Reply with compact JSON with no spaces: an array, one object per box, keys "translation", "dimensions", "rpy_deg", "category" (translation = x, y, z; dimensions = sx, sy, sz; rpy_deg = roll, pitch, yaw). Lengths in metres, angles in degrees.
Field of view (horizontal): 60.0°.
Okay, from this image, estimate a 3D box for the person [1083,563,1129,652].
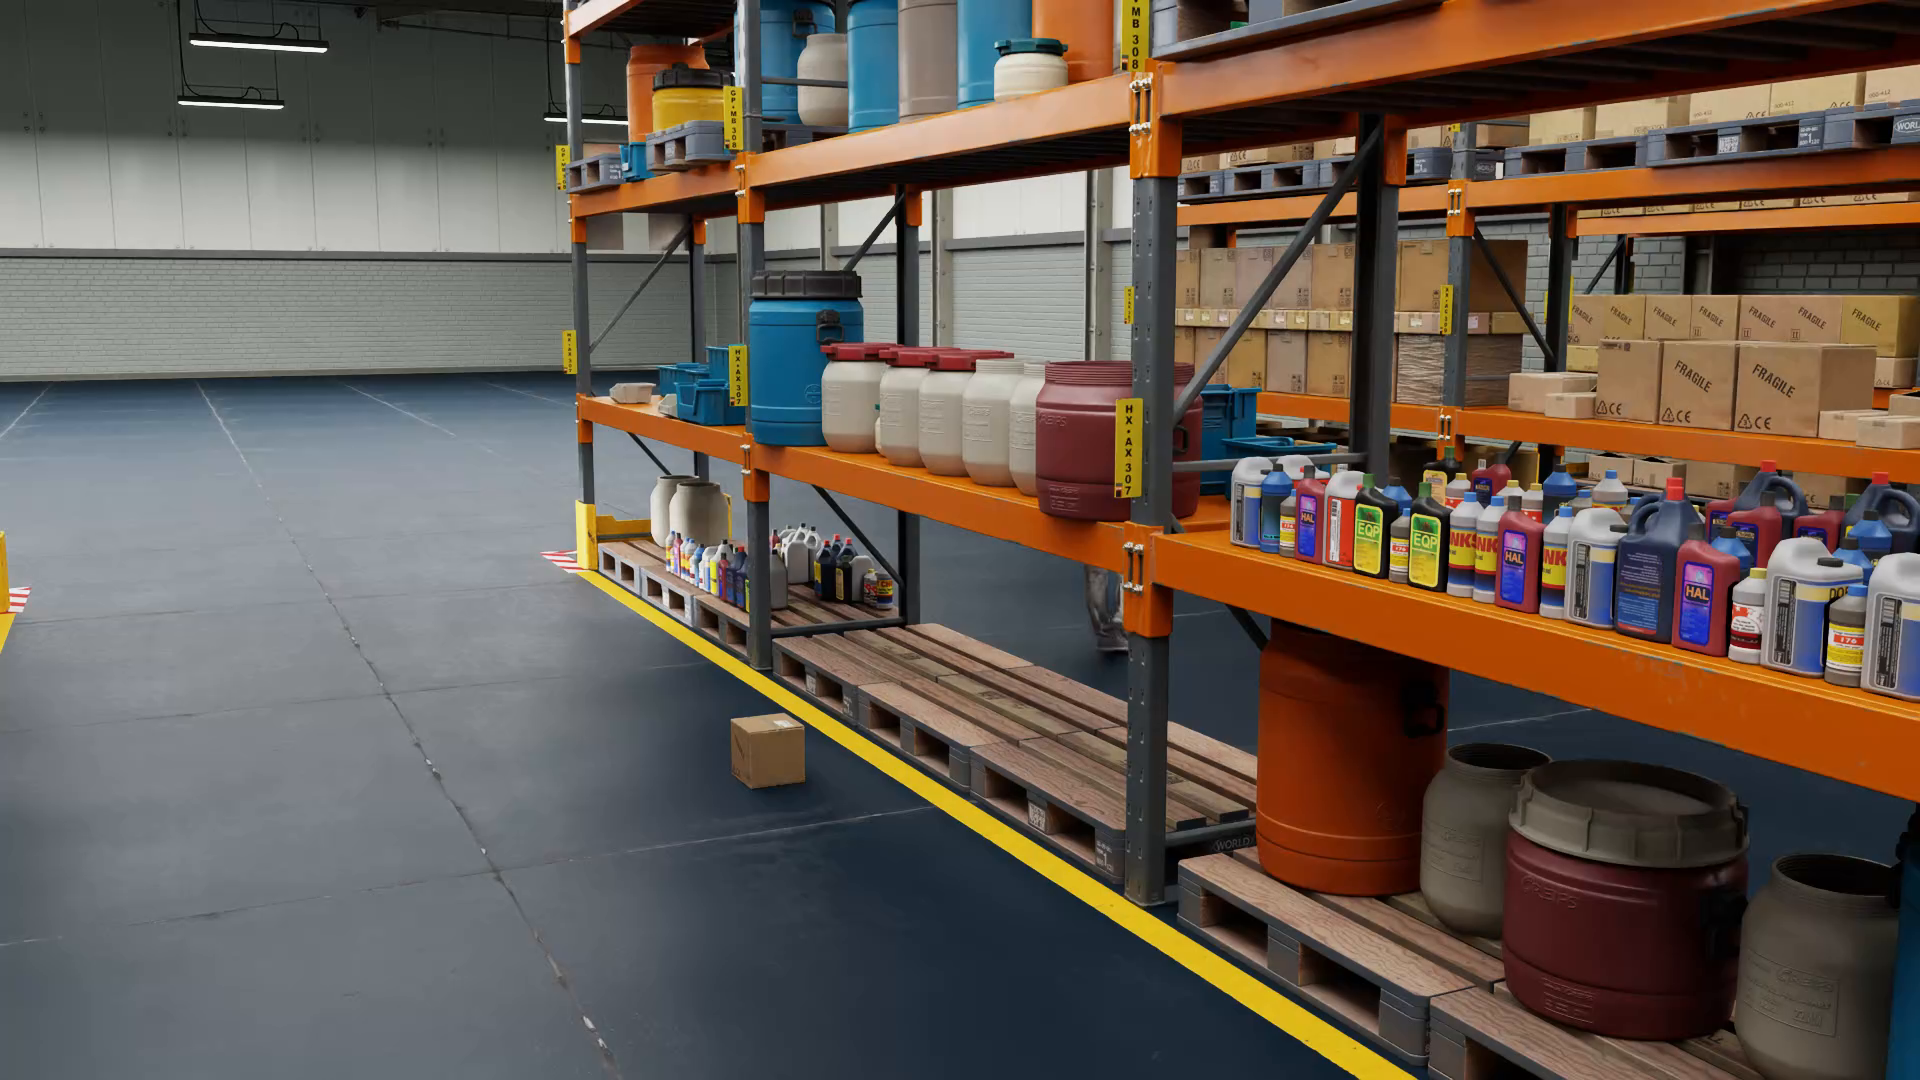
[{"translation":[0.797,-0.173,9.605],"dimensions":[0.590,1.662,0.422],"rpy_deg":[4,9,26],"category":"person"}]
